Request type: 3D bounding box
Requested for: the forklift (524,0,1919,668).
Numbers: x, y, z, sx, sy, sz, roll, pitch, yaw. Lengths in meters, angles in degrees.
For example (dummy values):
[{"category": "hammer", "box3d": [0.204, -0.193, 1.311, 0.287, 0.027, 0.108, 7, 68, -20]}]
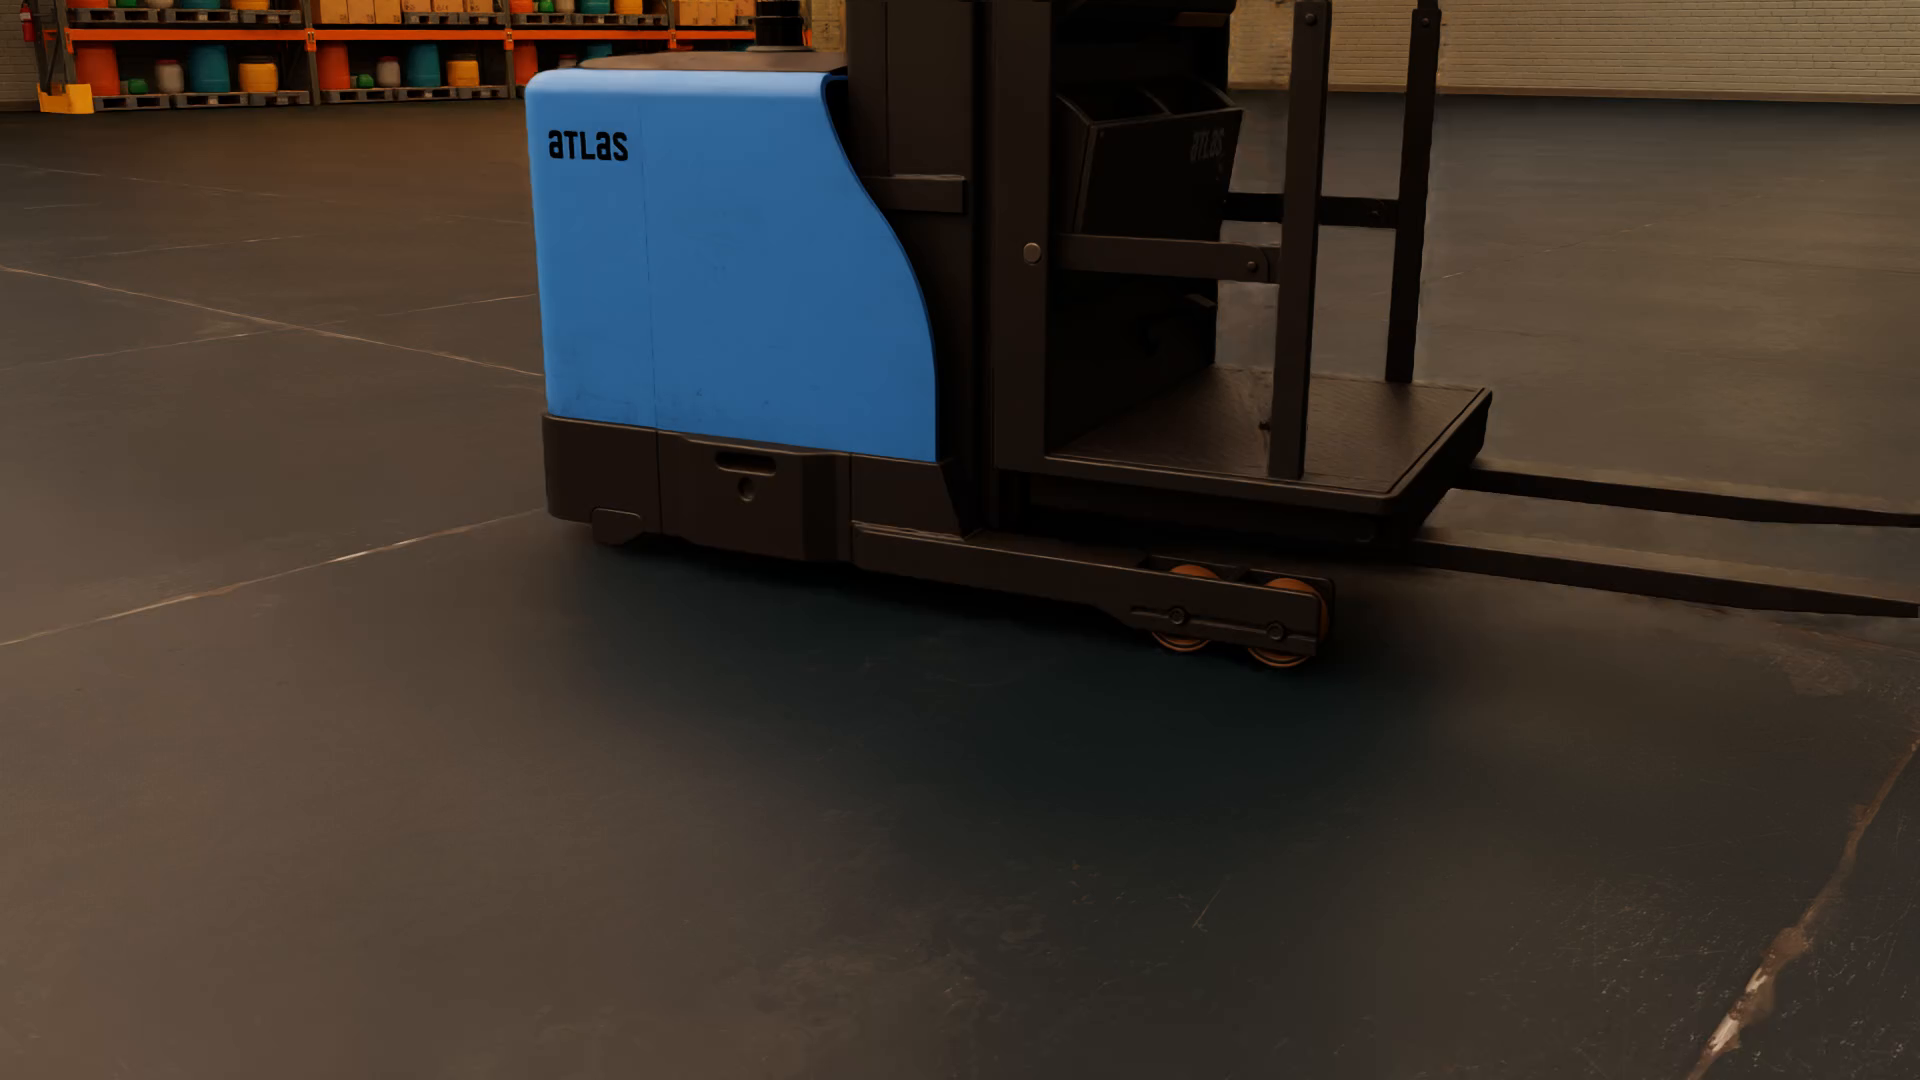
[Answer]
[{"category": "forklift", "box3d": [0.582, -1.337, 3.300, 3.031, 2.935, 1.130, 8, 19, 25]}]
